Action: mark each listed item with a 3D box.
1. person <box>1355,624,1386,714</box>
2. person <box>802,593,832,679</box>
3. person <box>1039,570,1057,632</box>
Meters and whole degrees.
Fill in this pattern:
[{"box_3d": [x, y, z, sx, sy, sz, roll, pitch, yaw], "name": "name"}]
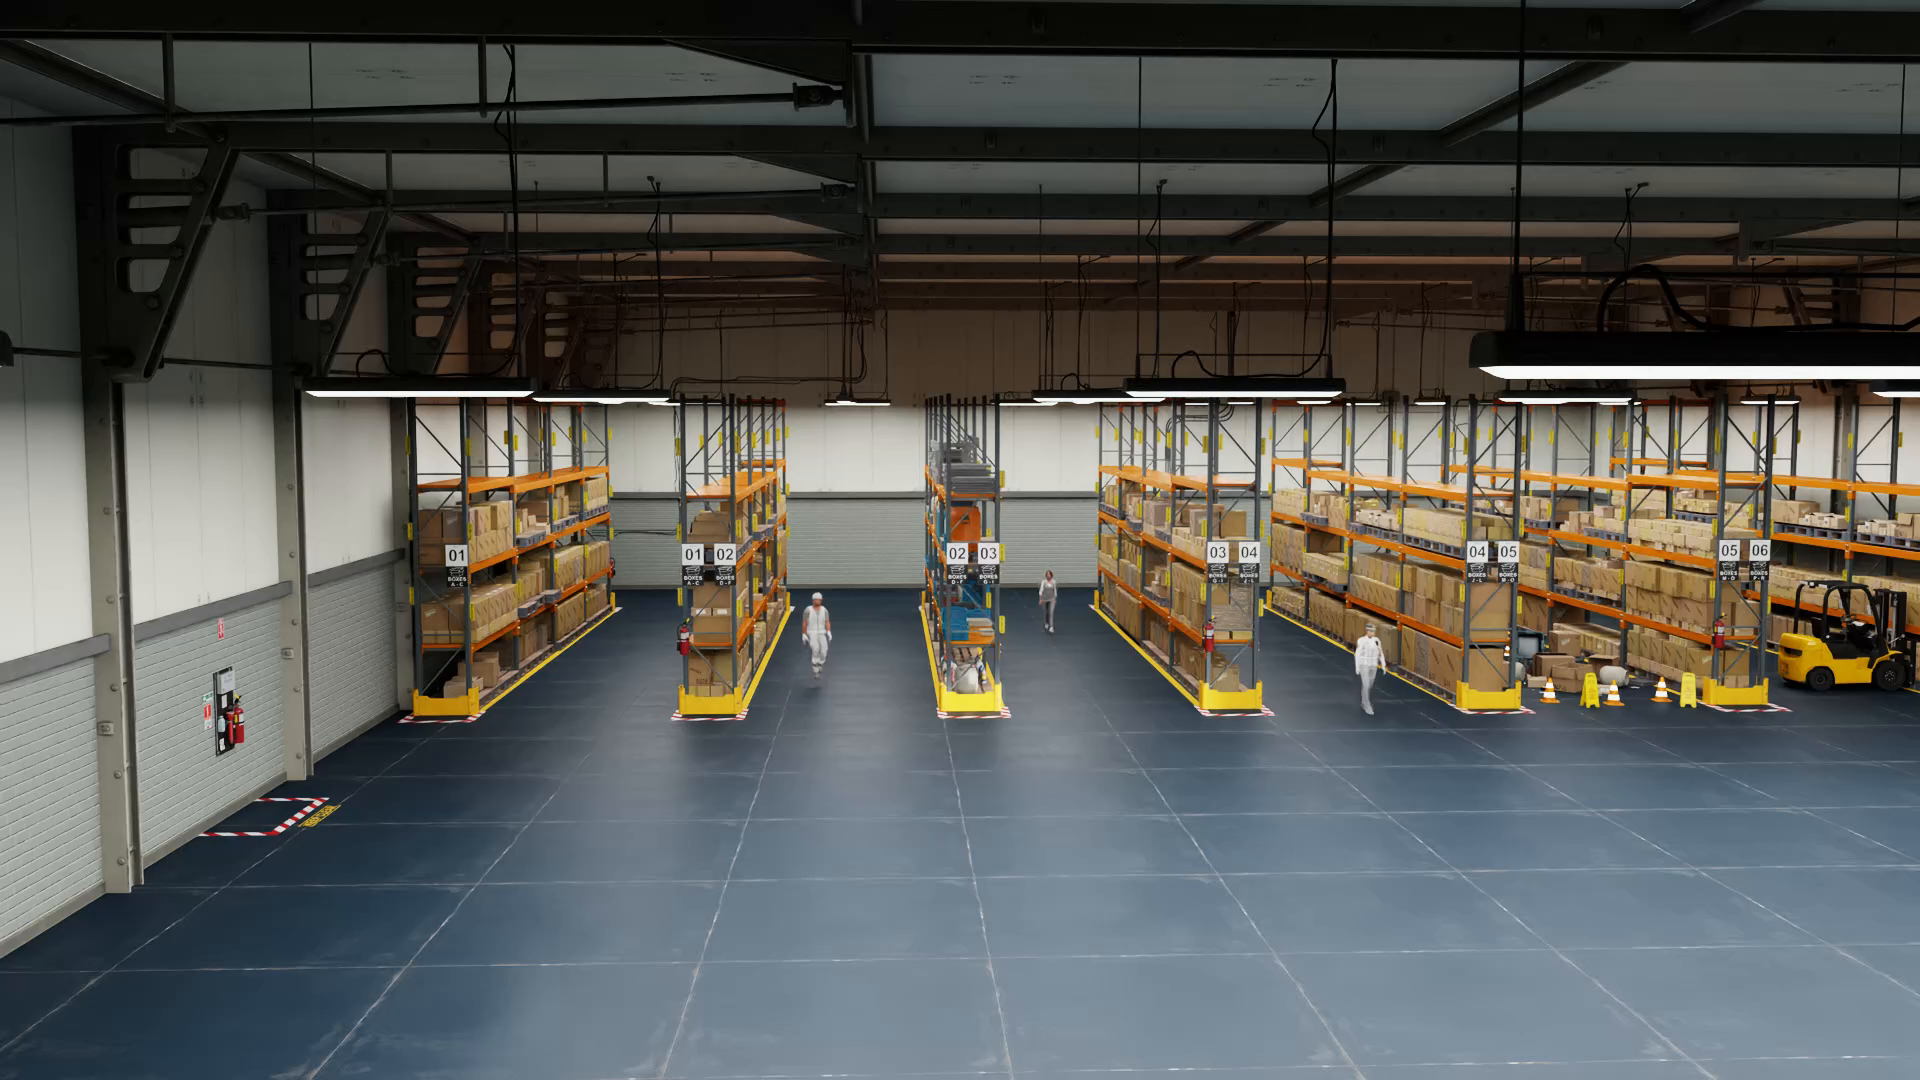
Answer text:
[{"box_3d": [7.758, 2.413, 31.459, 0.532, 1.680, 0.628, -1, 5, -14], "name": "person"}, {"box_3d": [-2.888, 1.946, 34.053, 0.561, 1.704, 0.676, -2, 5, -24], "name": "person"}, {"box_3d": [2.262, 1.554, 42.741, 0.454, 1.542, 0.952, 0, 5, 3], "name": "person"}]
